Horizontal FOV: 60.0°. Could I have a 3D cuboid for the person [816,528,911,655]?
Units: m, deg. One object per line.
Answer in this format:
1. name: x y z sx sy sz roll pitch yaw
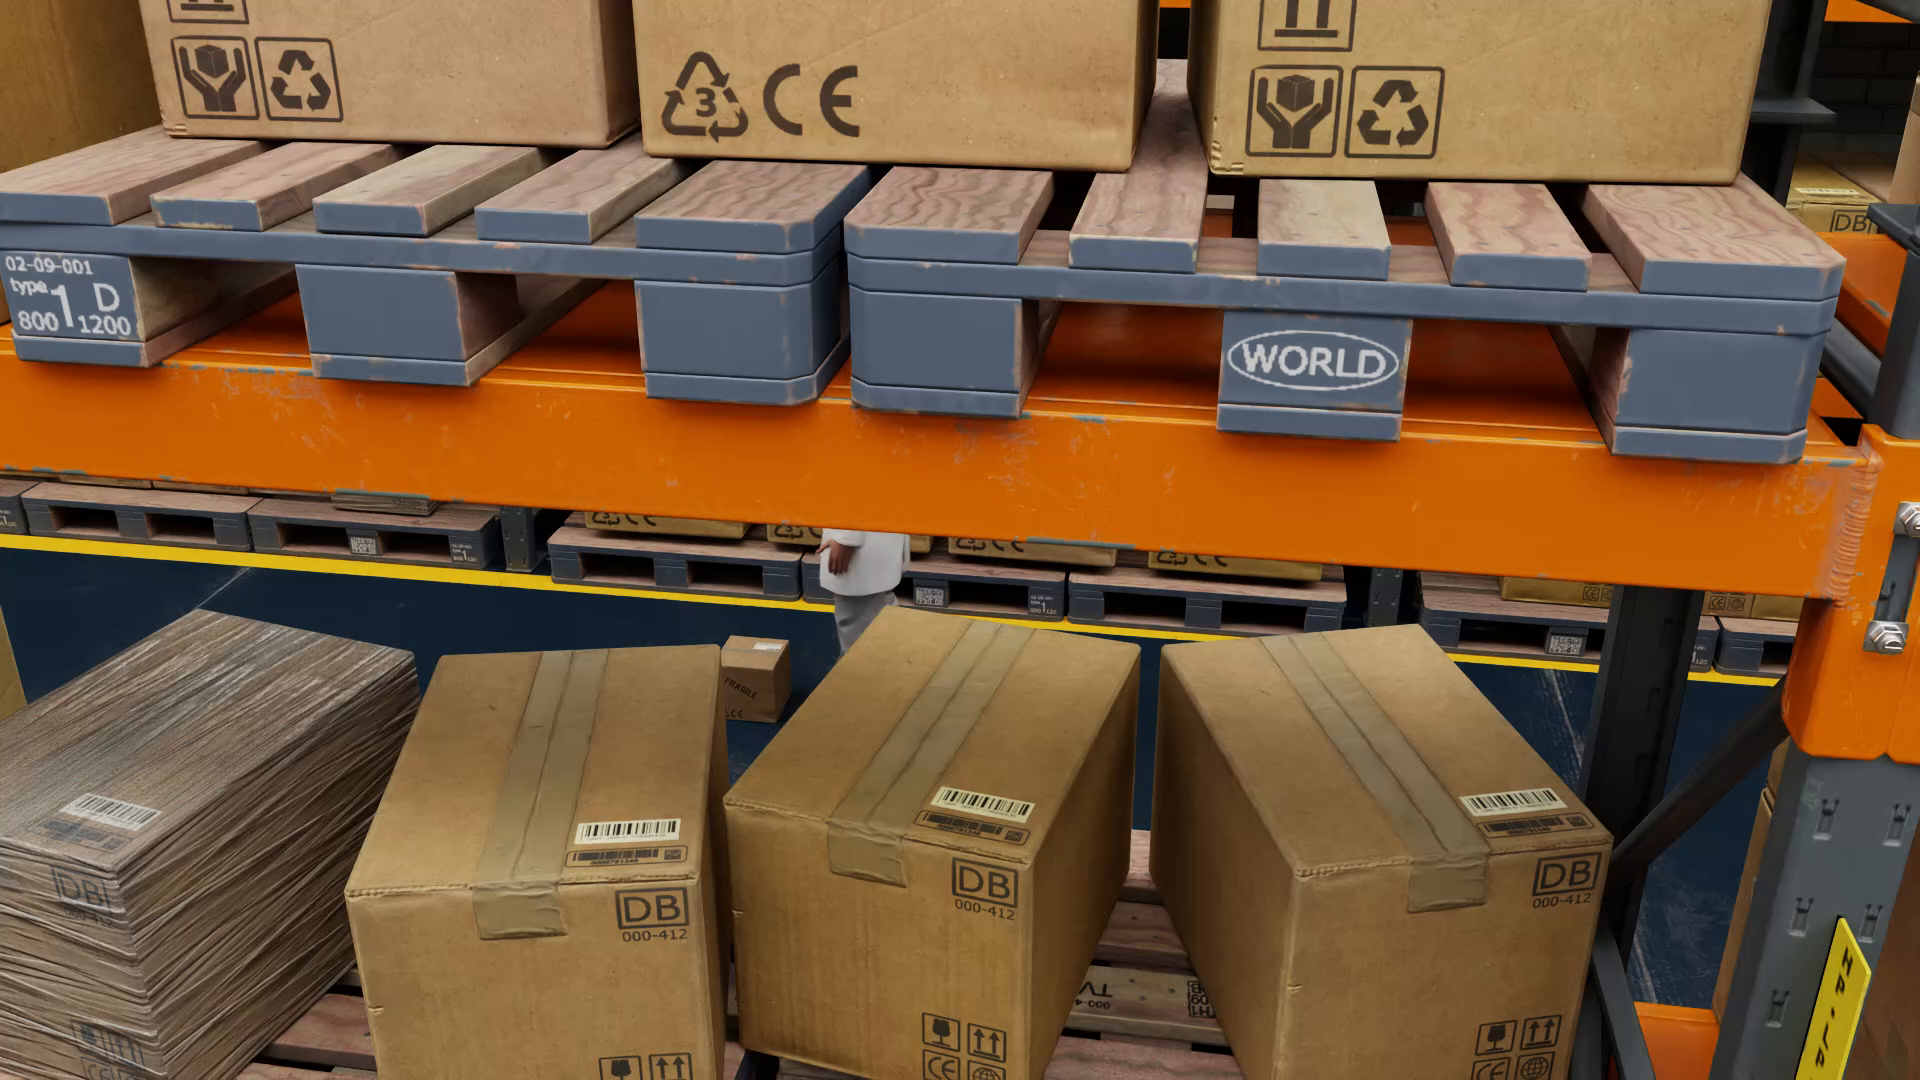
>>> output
1. person: -0.362 -0.071 6.291 0.383 1.777 0.566 5 25 10
